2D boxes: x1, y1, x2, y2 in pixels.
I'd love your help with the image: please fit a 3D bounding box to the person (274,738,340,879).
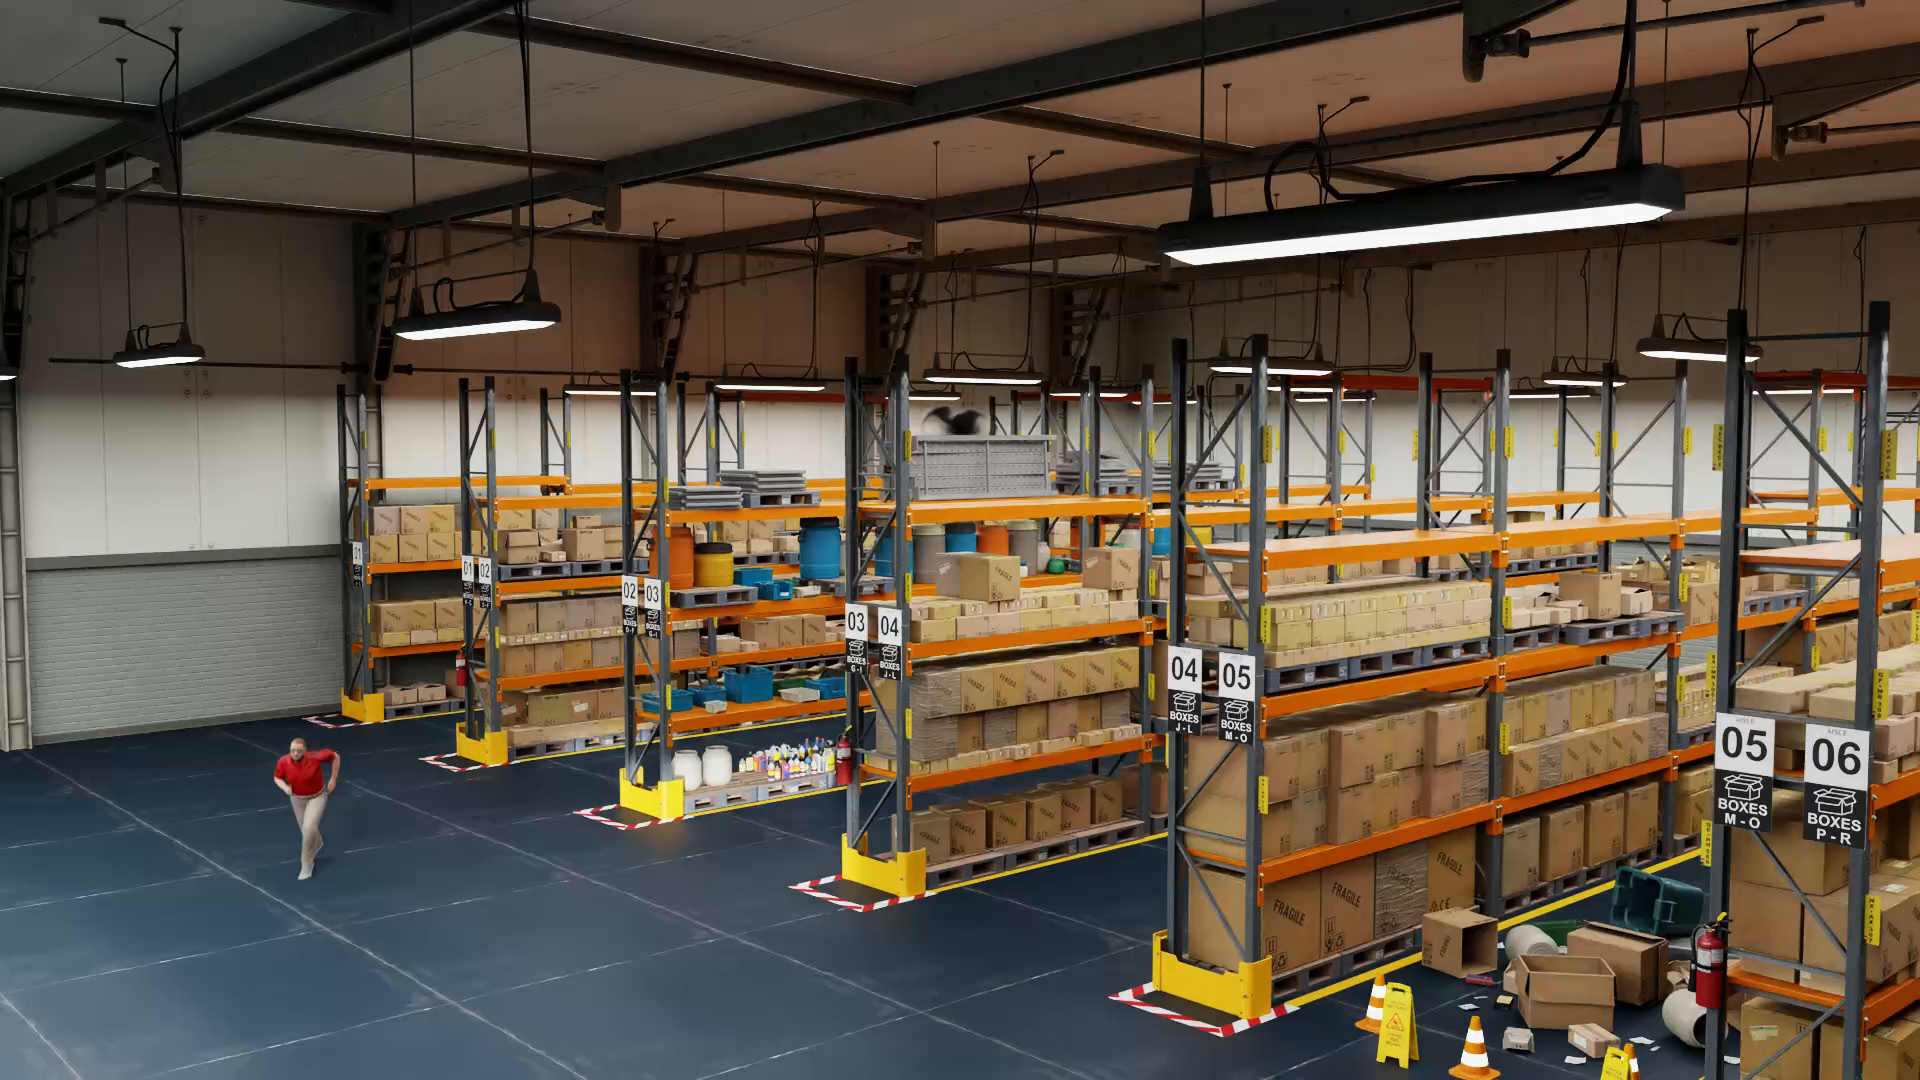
[{"bbox_3d":[-7.638,3.101,19.546,0.707,1.697,1.013,0,4,-7],"label":"person"}]
